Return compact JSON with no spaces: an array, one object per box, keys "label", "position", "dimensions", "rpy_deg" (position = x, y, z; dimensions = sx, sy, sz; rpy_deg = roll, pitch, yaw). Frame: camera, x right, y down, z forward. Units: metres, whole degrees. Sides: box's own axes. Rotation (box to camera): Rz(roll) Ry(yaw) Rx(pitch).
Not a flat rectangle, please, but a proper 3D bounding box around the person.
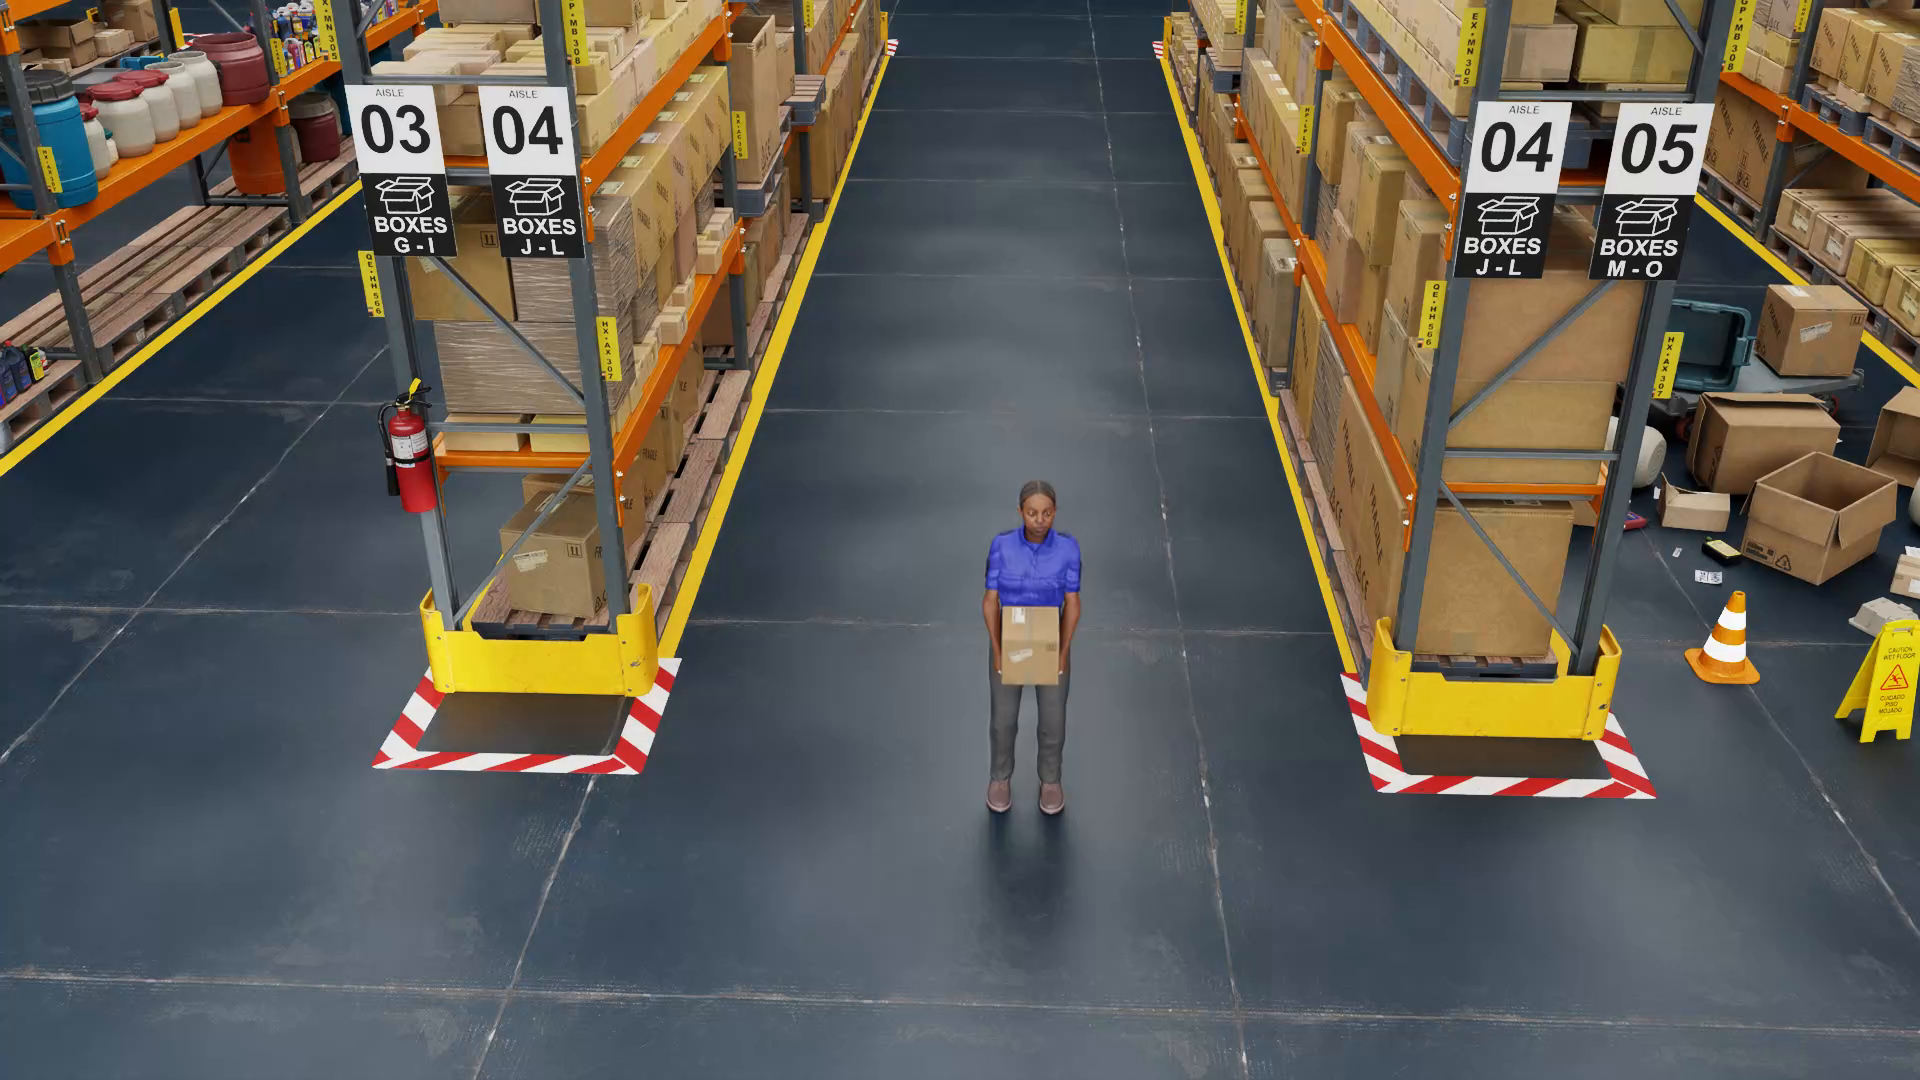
[{"label":"person","position":[0.303,0.542,7.616],"dimensions":[0.455,1.653,0.510],"rpy_deg":[2,28,3]}]
